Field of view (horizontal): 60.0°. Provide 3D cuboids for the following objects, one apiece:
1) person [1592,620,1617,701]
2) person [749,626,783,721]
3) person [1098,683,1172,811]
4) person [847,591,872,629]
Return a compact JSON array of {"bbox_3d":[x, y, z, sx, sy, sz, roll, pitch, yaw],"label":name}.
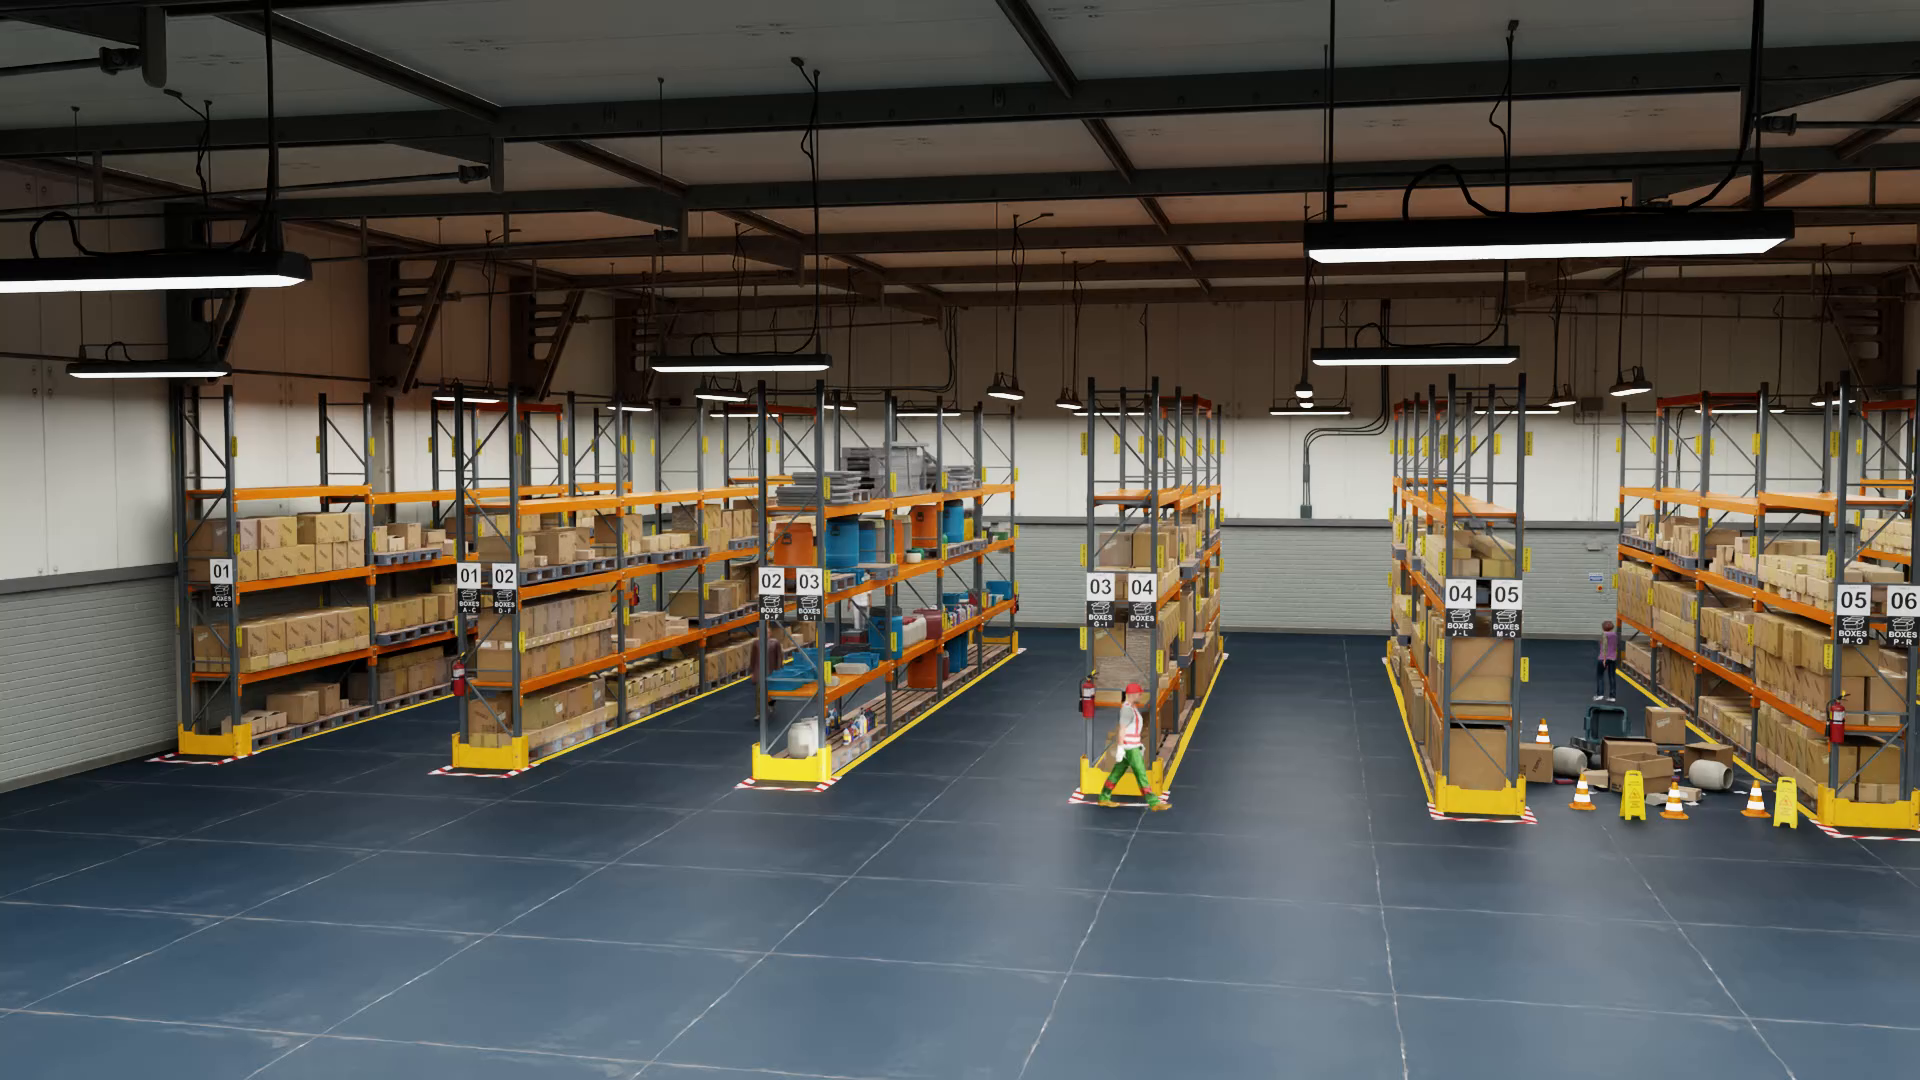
[{"bbox_3d":[12.769,2.392,32.721,0.408,1.616,0.631,0,3,-4],"label":"person"},{"bbox_3d":[-3.564,2.425,30.535,0.632,1.741,1.068,0,3,-7],"label":"person"},{"bbox_3d":[2.406,2.830,22.853,1.013,1.725,0.589,0,3,6],"label":"person"},{"bbox_3d":[-2.629,1.690,43.646,0.644,1.706,1.088,0,3,-6],"label":"person"}]
